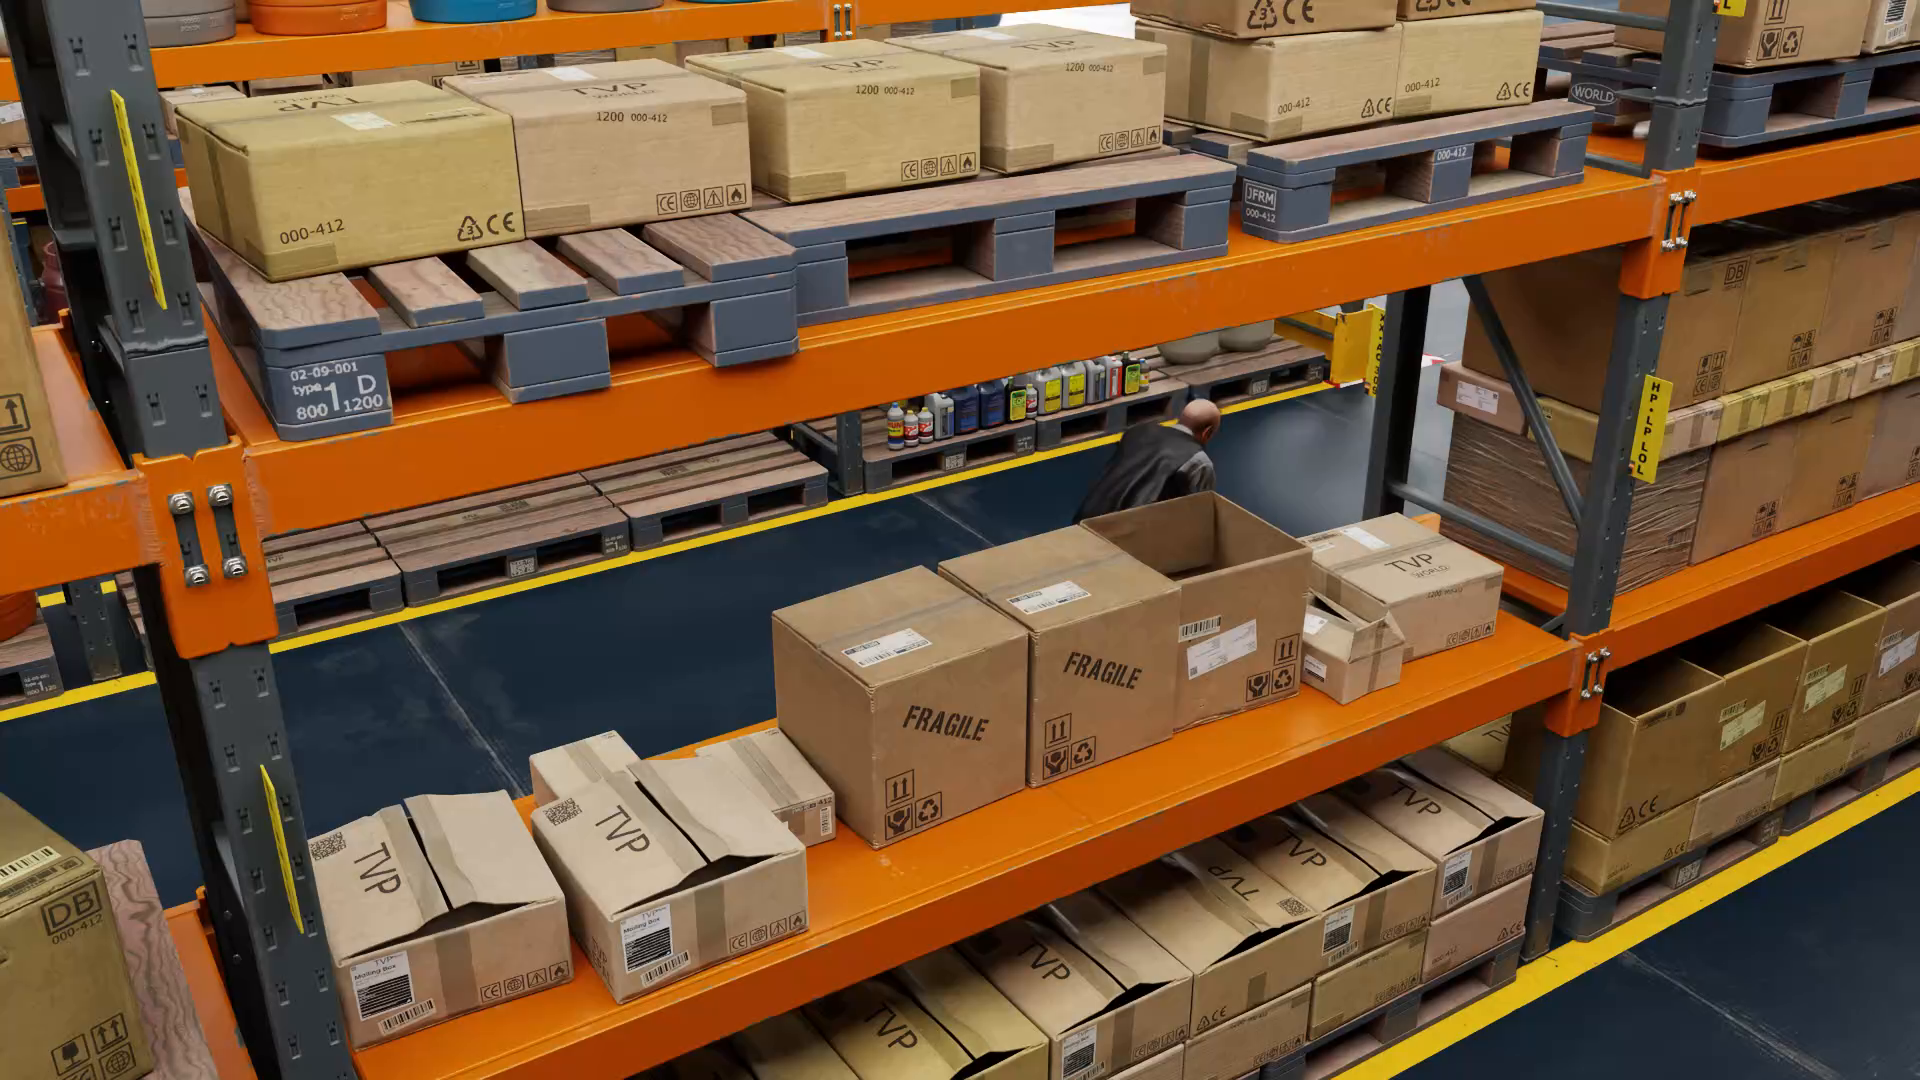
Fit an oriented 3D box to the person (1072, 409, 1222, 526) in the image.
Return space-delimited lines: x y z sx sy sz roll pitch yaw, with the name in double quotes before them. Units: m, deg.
"person" 0.889 -0.009 7.834 0.813 1.152 0.570 -15 29 -30
